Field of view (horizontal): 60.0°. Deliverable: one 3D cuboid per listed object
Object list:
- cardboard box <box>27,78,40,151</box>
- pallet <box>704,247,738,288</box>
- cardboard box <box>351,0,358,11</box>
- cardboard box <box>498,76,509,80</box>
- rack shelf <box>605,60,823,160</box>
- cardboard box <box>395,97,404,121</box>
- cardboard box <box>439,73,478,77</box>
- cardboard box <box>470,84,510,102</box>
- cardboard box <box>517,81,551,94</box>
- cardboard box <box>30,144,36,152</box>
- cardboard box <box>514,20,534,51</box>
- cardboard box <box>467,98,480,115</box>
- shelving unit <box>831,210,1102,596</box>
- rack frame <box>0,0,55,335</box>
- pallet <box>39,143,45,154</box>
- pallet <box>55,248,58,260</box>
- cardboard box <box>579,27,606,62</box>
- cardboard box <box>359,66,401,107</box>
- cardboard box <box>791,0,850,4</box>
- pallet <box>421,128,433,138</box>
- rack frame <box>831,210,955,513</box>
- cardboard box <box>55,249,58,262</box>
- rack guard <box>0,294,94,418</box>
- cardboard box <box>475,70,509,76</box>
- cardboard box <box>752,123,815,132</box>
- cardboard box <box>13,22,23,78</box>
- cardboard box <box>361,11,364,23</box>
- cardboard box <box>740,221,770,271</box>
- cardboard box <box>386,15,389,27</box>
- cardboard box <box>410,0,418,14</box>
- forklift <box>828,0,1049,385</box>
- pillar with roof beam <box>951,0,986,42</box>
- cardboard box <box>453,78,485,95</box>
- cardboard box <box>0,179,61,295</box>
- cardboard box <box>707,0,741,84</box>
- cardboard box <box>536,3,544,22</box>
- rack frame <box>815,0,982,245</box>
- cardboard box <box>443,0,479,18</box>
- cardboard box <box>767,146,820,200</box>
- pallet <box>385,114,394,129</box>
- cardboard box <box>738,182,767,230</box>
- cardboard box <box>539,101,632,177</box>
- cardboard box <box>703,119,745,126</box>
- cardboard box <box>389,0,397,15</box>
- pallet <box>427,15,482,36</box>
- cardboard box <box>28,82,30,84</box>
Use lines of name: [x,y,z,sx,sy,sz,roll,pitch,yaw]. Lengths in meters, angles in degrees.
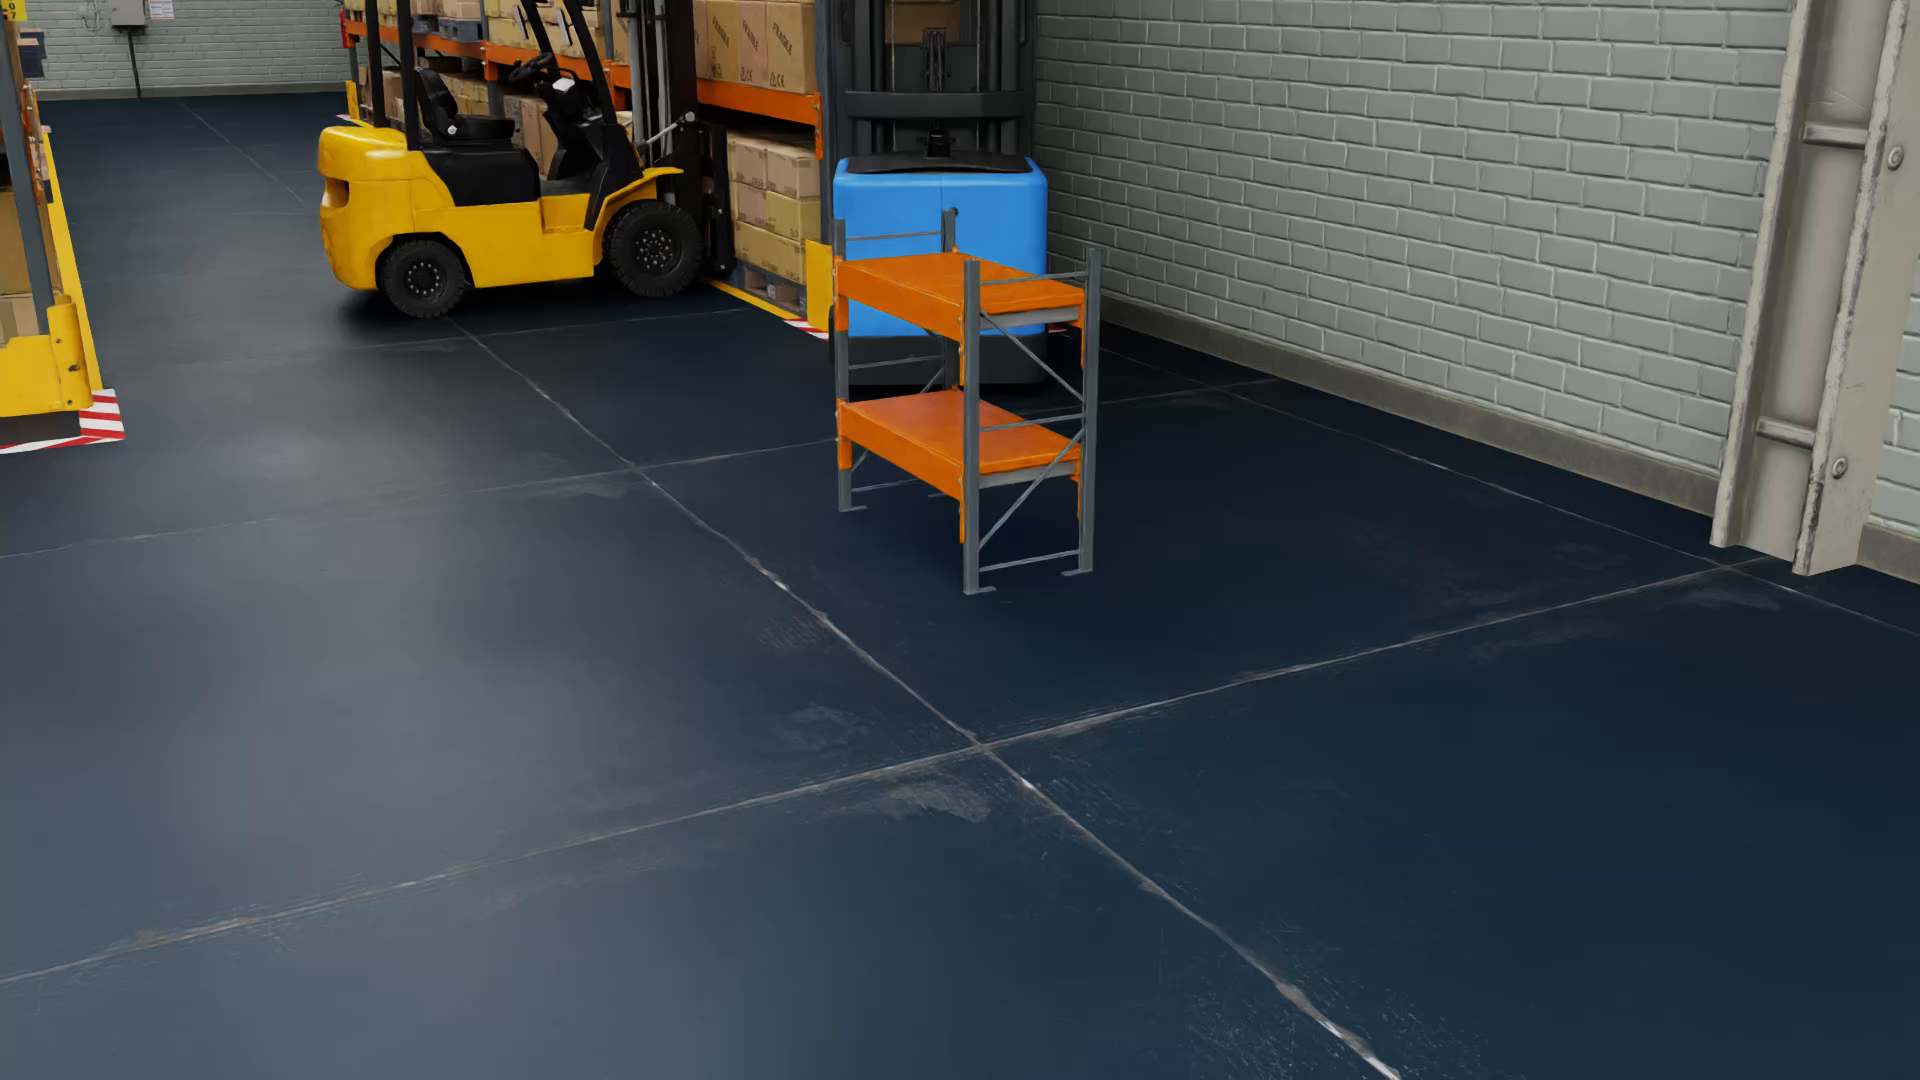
cardboard box: [-9.604,-4.201,16.320,0.875,0.875,0.875,-9,21,-25]
pallet: [-1.315,-2.000,11.604,1.003,0.211,1.213,-10,21,-27]
cardboard box: [-7.720,-7.101,21.887,0.500,0.250,0.500,-10,21,-26]
cardboard box: [-4.864,-5.020,18.276,0.380,0.149,0.250,-11,22,-29]
rack shelf: [-1.290,-2.989,11.299,1.077,0.370,4.000,-10,21,-27]
cardboard box: [-6.731,-5.323,20.507,0.396,0.266,0.258,-9,21,-25]
cardboard box: [-5.628,-5.163,18.690,0.380,0.149,0.250,-10,22,-28]
cardboard box: [-4.753,-4.551,16.917,0.380,0.149,0.250,-11,22,-29]
cardboard box: [-4.403,-4.713,17.384,0.380,0.149,0.250,-10,21,-26]
cardboard box: [-5.846,-2.113,10.078,0.500,0.500,0.500,-10,21,-26]
cardboard box: [-3.658,-4.524,14.873,0.500,0.250,0.500,-11,22,-28]
cardboard box: [-4.757,-4.302,17.189,0.500,0.500,0.500,-10,22,-27]
shelving unit: [-0.003,-0.534,5.954,0.538,1.125,1.048,-10,21,-27]
rack frame: [-4.707,-1.985,7.286,1.000,3.000,0.127,-10,21,-27]
pallet: [-9.972,-3.902,17.116,1.003,0.211,1.213,-10,21,-27]
pallet: [-6.256,-1.628,10.526,1.003,0.211,1.213,-10,21,-27]
cardboard box: [-2.709,-3.937,13.172,0.500,0.250,0.500,-9,21,-25]
cardboard box: [-7.731,-6.177,22.616,0.797,0.503,0.637,-11,22,-29]
cardboard box: [-0.751,-3.165,9.558,0.380,0.149,0.250,-10,21,-26]
pallet: [-5.619,-4.654,19.296,1.003,0.211,1.213,-10,21,-27]
rack frame: [-0.245,-0.680,6.376,0.500,1.125,0.032,-10,21,-27]
cardboard box: [-5.352,-1.461,9.338,0.500,0.250,0.500,-8,21,-23]
rack guard: [-4.743,-0.826,7.757,1.175,0.500,0.348,-10,21,-27]
cardboard box: [-5.357,-5.319,19.143,0.380,0.149,0.250,-10,21,-26]
cardboard box: [-1.107,-2.730,11.484,0.500,0.250,0.500,-10,22,-28]
cardboard box: [-4.936,-2.500,8.170,0.500,0.500,0.500,-9,21,-25]
cardboard box: [-7.640,-6.875,21.841,0.380,0.149,0.250,-9,21,-25]
cardboard box: [-1.069,-1.884,10.565,0.500,0.250,0.500,-10,21,-27]
cardboard box: [-6.800,-6.356,20.336,0.380,0.149,0.250,-9,21,-25]
cardboard box: [-5.759,-6.124,18.482,0.700,0.500,0.500,-10,21,-26]
forklift: [-0.150,-2.569,9.082,1.130,2.935,3.031,-1,19,-2]
pillar with roof beam: [-3.666,-5.264,7.591,9.100,9.000,0.400,-10,21,-27]
cardboard box: [-5.201,-4.863,17.819,0.380,0.149,0.250,-11,22,-29]
cardboard box: [-4.858,-1.520,8.359,0.500,0.500,0.500,-11,22,-28]
cardboard box: [-1.287,-3.201,10.655,0.500,0.500,0.500,-10,22,-28]
cardboard box: [-3.409,-4.612,14.363,0.500,0.250,0.500,-10,21,-26]
rack frame: [-0.340,-2.755,9.518,1.000,3.000,0.127,-10,21,-27]
cardboard box: [-4.925,-5.432,16.862,0.500,0.250,0.500,-11,22,-29]
cardboard box: [-0.833,-2.211,9.978,0.500,0.250,0.500,-9,21,-25]
pallet: [-6.947,-5.430,21.544,1.003,0.211,1.213,-10,21,-27]
cardboard box: [-1.075,-2.127,10.503,0.500,0.250,0.500,-10,22,-27]
cardboard box: [-3.218,-3.567,14.867,0.875,0.625,0.625,-11,22,-29]
cardboard box: [-1.806,-2.798,11.680,0.500,0.250,0.500,-9,21,-25]
cardboard box: [-6.495,-6.378,19.791,0.500,0.250,0.500,-9,21,-25]
pallet: [-5.066,-5.519,17.820,1.003,0.211,1.213,-10,21,-27]
cardboard box: [-11.903,-5.392,20.443,0.875,0.438,0.875,-11,22,-28]
